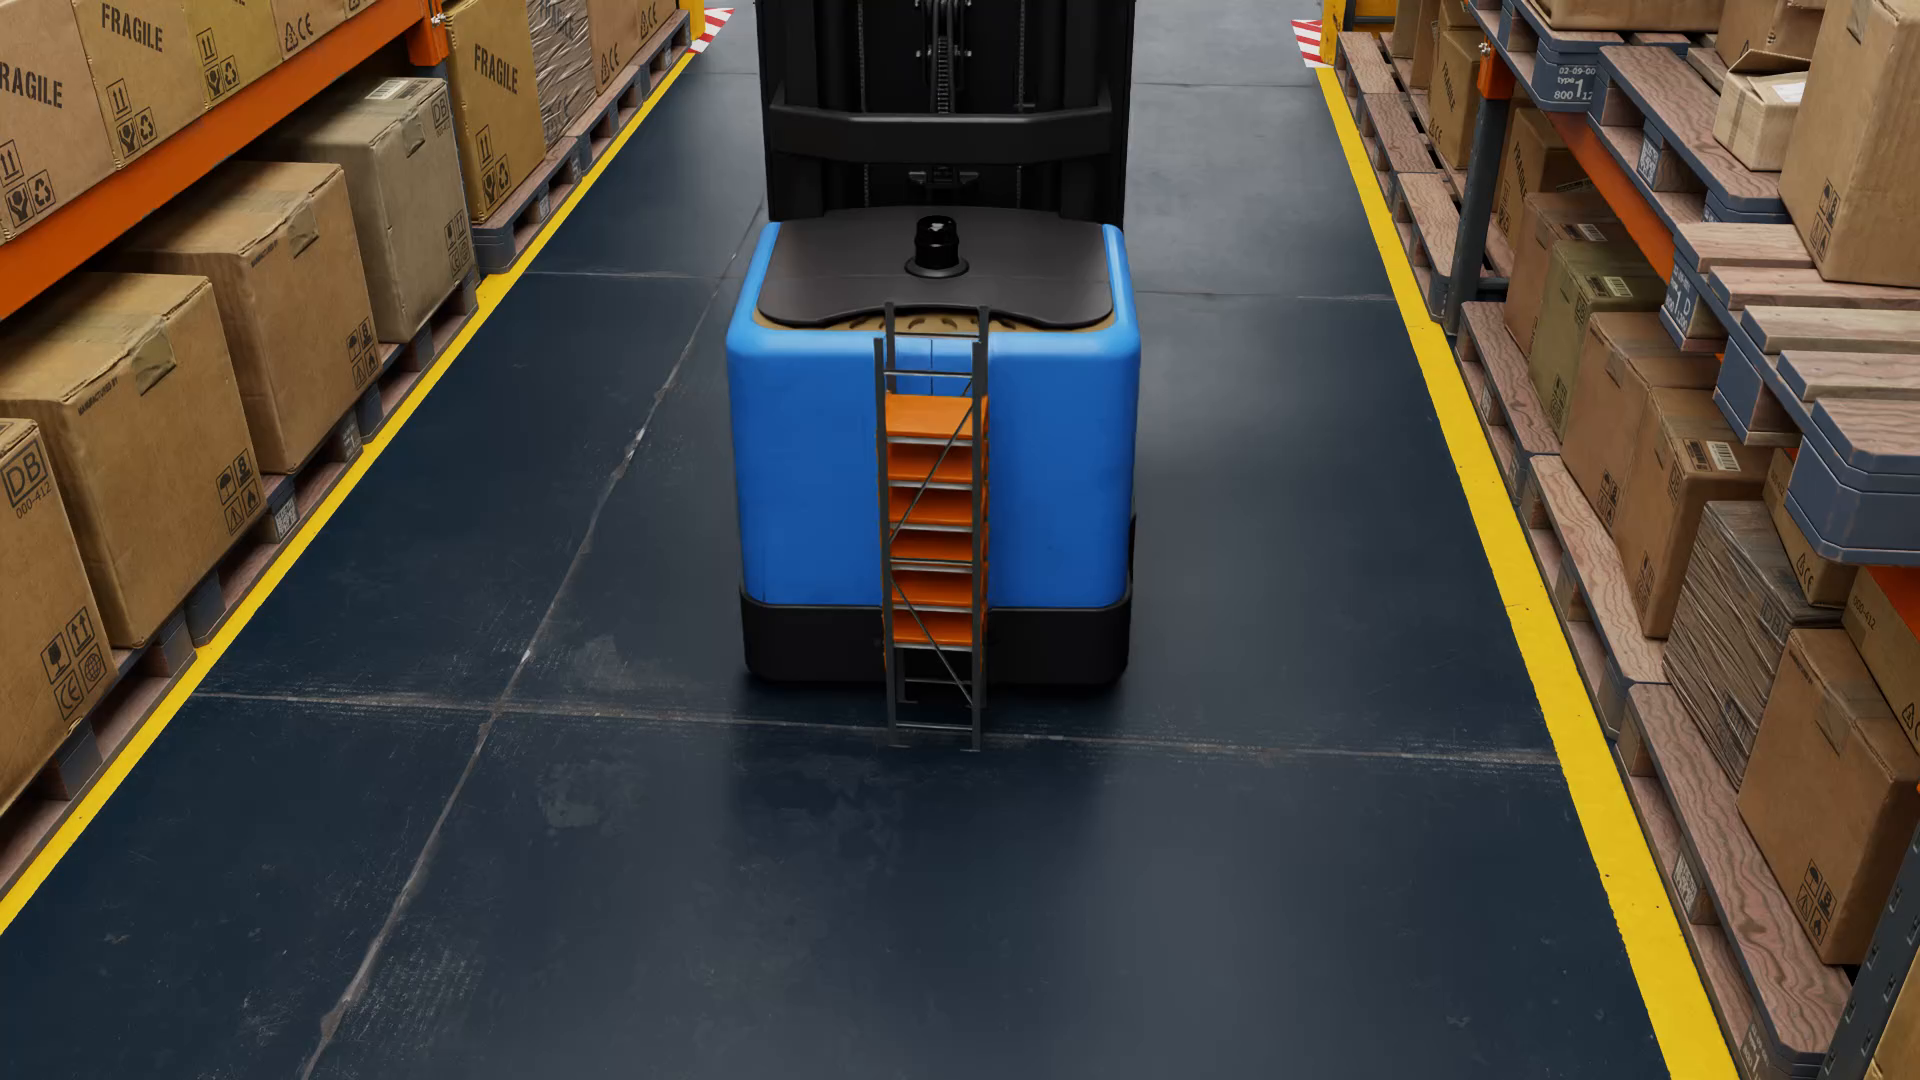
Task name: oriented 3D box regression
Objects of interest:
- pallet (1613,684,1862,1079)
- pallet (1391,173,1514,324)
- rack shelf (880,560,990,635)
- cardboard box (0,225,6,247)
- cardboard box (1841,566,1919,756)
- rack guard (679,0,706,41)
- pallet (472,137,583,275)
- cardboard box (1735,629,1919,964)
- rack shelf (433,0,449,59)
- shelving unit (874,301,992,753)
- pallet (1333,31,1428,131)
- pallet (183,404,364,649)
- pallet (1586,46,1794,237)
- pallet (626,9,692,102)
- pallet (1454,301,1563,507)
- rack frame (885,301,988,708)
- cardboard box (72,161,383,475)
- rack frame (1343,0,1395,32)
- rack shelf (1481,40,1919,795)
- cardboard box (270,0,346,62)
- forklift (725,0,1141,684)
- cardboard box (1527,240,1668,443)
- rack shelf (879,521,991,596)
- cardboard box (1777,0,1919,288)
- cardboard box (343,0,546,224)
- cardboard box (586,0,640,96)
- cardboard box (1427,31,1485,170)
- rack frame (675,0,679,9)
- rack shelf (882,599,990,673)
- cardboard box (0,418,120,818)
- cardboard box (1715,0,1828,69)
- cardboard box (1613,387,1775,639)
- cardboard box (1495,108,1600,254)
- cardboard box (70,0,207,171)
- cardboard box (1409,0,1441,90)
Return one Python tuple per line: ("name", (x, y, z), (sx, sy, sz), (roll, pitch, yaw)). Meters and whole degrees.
("pallet", (2.157, 0.788, 3.769), (1.003, 0.211, 1.213), (2, 32, 4))
("pallet", (2.437, -1.247, 7.073), (1.003, 0.211, 1.213), (2, 32, 4))
("rack shelf", (-0.060, 0.138, 4.188), (0.258, 0.103, 0.180), (3, 34, 5))
("cardboard box", (-2.499, -0.787, 3.572), (0.500, 0.500, 0.500), (2, 32, 4))
("cardboard box", (2.116, 0.216, 3.289), (0.500, 0.250, 0.500), (4, 32, 6))
("rack guard", (-2.190, -3.386, 10.269), (1.175, 0.500, 0.348), (2, 32, 4))
("pallet", (-2.378, -1.554, 7.570), (1.003, 0.211, 1.213), (2, 32, 4))
("cardboard box", (2.126, 0.536, 3.485), (0.700, 0.500, 0.500), (1, 32, 1))
("rack shelf", (-2.355, -3.086, 8.084), (1.077, 0.370, 4.000), (2, 32, 4))
("shelving unit", (-0.060, 0.002, 4.095), (0.258, 1.200, 0.189), (3, 34, 5))
("pallet", (2.636, -2.523, 9.143), (1.003, 0.211, 1.213), (2, 32, 4))
("pallet", (-2.602, -0.113, 5.232), (1.003, 0.211, 1.213), (2, 32, 4))
("pallet", (2.212, -0.945, 4.108), (1.003, 0.211, 1.213), (2, 32, 4))
("pallet", (-2.179, -2.829, 9.640), (1.003, 0.211, 1.213), (2, 32, 4))
("pallet", (2.356, -0.487, 5.840), (1.003, 0.211, 1.213), (2, 32, 4))
("rack frame", (-0.052, -0.049, 4.170), (0.240, 1.200, 0.006), (3, 34, 5))
("cardboard box", (-2.561, -0.735, 5.327), (1.050, 0.750, 0.750), (2, 32, 4))
("rack frame", (2.743, -4.173, 9.163), (1.000, 3.000, 0.127), (2, 32, 4))
("rack shelf", (2.255, -0.730, 4.261), (1.077, 0.370, 4.000), (2, 32, 4))
("cardboard box", (-2.335, -1.841, 5.282), (0.500, 0.500, 0.500), (2, 32, 3))
("forklift", (-0.037, -1.596, 5.046), (1.130, 2.935, 3.031), (1, 32, 1))
("cardboard box", (2.288, -0.636, 5.386), (0.700, 0.500, 0.500), (2, 32, 4))
("rack shelf", (-0.060, 0.039, 4.120), (0.258, 0.103, 0.180), (3, 34, 5))
("cardboard box", (2.042, -0.792, 3.180), (0.700, 0.500, 0.500), (7, 32, 11))
("cardboard box", (-2.397, -1.947, 7.174), (0.875, 0.875, 0.875), (3, 32, 5))
("cardboard box", (-2.251, -2.895, 8.713), (0.875, 0.875, 0.875), (2, 32, 3))
("cardboard box", (2.501, -2.032, 7.670), (0.500, 0.500, 0.500), (0, 32, 0))
("rack frame", (-2.192, -4.438, 9.592), (1.000, 3.000, 0.127), (2, 32, 4))
("rack shelf", (-0.059, 0.238, 4.255), (0.258, 0.103, 0.180), (3, 34, 5))
("cardboard box", (-2.704, 0.210, 3.795), (1.050, 0.750, 0.750), (2, 32, 3))
("cardboard box", (2.368, -1.394, 4.154), (0.797, 0.503, 0.637), (6, 32, 9))
("cardboard box", (2.198, -0.052, 4.438), (0.700, 0.500, 0.500), (5, 32, 8))
("cardboard box", (2.490, -1.404, 6.651), (0.500, 0.500, 0.500), (2, 32, 2))
("cardboard box", (-2.415, -1.311, 4.422), (0.500, 0.500, 0.500), (2, 32, 3))
("cardboard box", (2.661, -2.648, 8.670), (0.500, 0.500, 0.500), (11, 33, 17))
